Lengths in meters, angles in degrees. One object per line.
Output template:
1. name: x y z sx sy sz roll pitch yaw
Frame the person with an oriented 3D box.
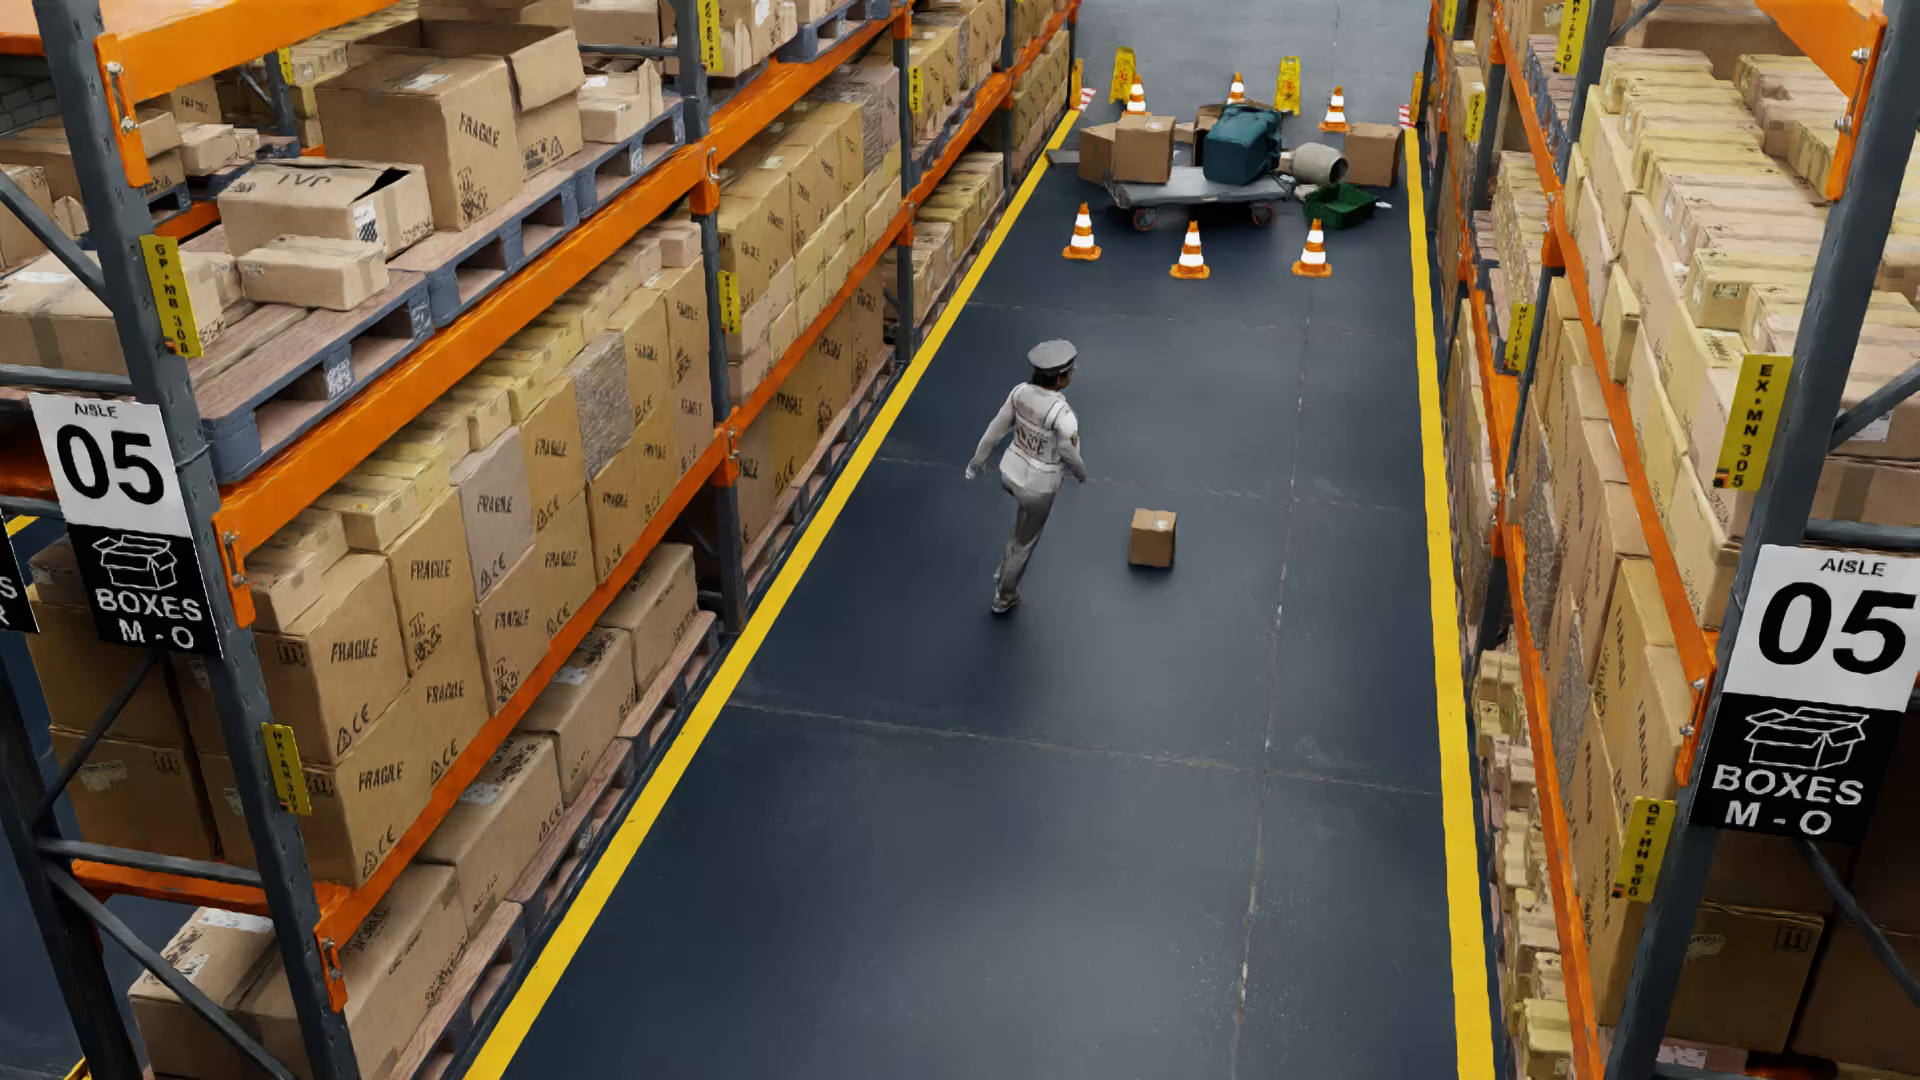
1. person: 0.412 -0.348 9.197 0.488 1.669 0.674 -23 36 -35
